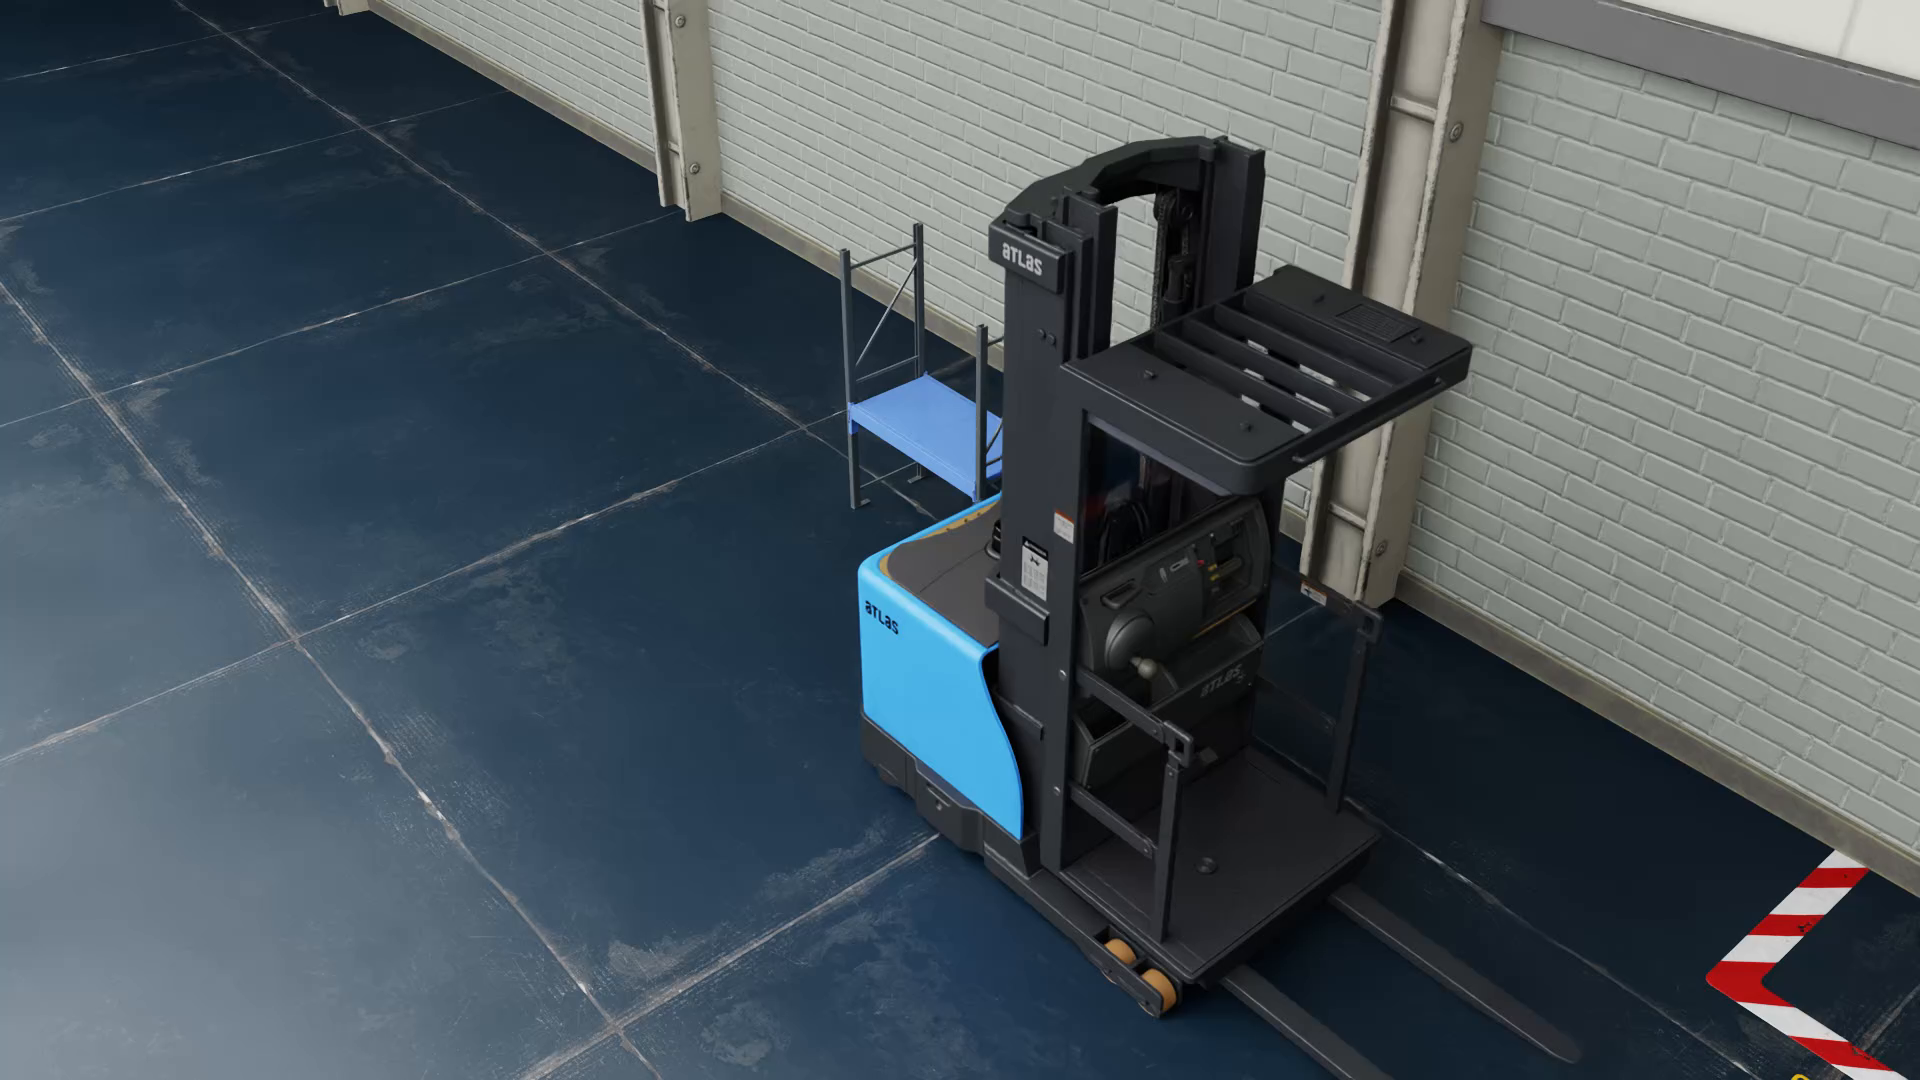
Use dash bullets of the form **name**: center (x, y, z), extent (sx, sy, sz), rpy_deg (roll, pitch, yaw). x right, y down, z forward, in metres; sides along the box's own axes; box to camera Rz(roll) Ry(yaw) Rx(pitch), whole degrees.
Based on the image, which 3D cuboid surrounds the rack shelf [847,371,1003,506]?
- **rack shelf**: center (-0.055, -0.503, 8.375), extent (0.538, 0.185, 1.000), rpy_deg (-26, 43, -32)

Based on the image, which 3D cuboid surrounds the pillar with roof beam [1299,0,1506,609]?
- **pillar with roof beam**: center (-1.352, -1.829, 3.448), extent (9.100, 9.000, 0.400), rpy_deg (-26, 43, -32)

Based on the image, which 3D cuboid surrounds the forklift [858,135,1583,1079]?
- **forklift**: center (0.915, 0.231, 5.789), extent (1.130, 2.935, 3.031), rpy_deg (-27, 43, -32)

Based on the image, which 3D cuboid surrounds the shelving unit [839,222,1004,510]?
- **shelving unit**: center (-0.055, -0.650, 8.271), extent (0.538, 1.500, 1.048), rpy_deg (-26, 43, -32)

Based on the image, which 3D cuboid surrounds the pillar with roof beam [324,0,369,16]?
- **pillar with roof beam**: center (-9.096, -7.127, 10.928), extent (9.100, 9.000, 0.400), rpy_deg (-26, 43, -32)

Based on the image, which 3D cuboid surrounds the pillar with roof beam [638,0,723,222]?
- **pillar with roof beam**: center (-5.224, -4.478, 7.188), extent (9.100, 9.000, 0.400), rpy_deg (-26, 43, -32)

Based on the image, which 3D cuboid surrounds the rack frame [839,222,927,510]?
- **rack frame**: center (-0.383, -0.874, 8.588), extent (0.500, 1.500, 0.032), rpy_deg (-26, 43, -32)

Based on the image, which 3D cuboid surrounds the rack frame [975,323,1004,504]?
- **rack frame**: center (0.273, -0.425, 7.954), extent (0.500, 1.500, 0.032), rpy_deg (-26, 43, -32)
